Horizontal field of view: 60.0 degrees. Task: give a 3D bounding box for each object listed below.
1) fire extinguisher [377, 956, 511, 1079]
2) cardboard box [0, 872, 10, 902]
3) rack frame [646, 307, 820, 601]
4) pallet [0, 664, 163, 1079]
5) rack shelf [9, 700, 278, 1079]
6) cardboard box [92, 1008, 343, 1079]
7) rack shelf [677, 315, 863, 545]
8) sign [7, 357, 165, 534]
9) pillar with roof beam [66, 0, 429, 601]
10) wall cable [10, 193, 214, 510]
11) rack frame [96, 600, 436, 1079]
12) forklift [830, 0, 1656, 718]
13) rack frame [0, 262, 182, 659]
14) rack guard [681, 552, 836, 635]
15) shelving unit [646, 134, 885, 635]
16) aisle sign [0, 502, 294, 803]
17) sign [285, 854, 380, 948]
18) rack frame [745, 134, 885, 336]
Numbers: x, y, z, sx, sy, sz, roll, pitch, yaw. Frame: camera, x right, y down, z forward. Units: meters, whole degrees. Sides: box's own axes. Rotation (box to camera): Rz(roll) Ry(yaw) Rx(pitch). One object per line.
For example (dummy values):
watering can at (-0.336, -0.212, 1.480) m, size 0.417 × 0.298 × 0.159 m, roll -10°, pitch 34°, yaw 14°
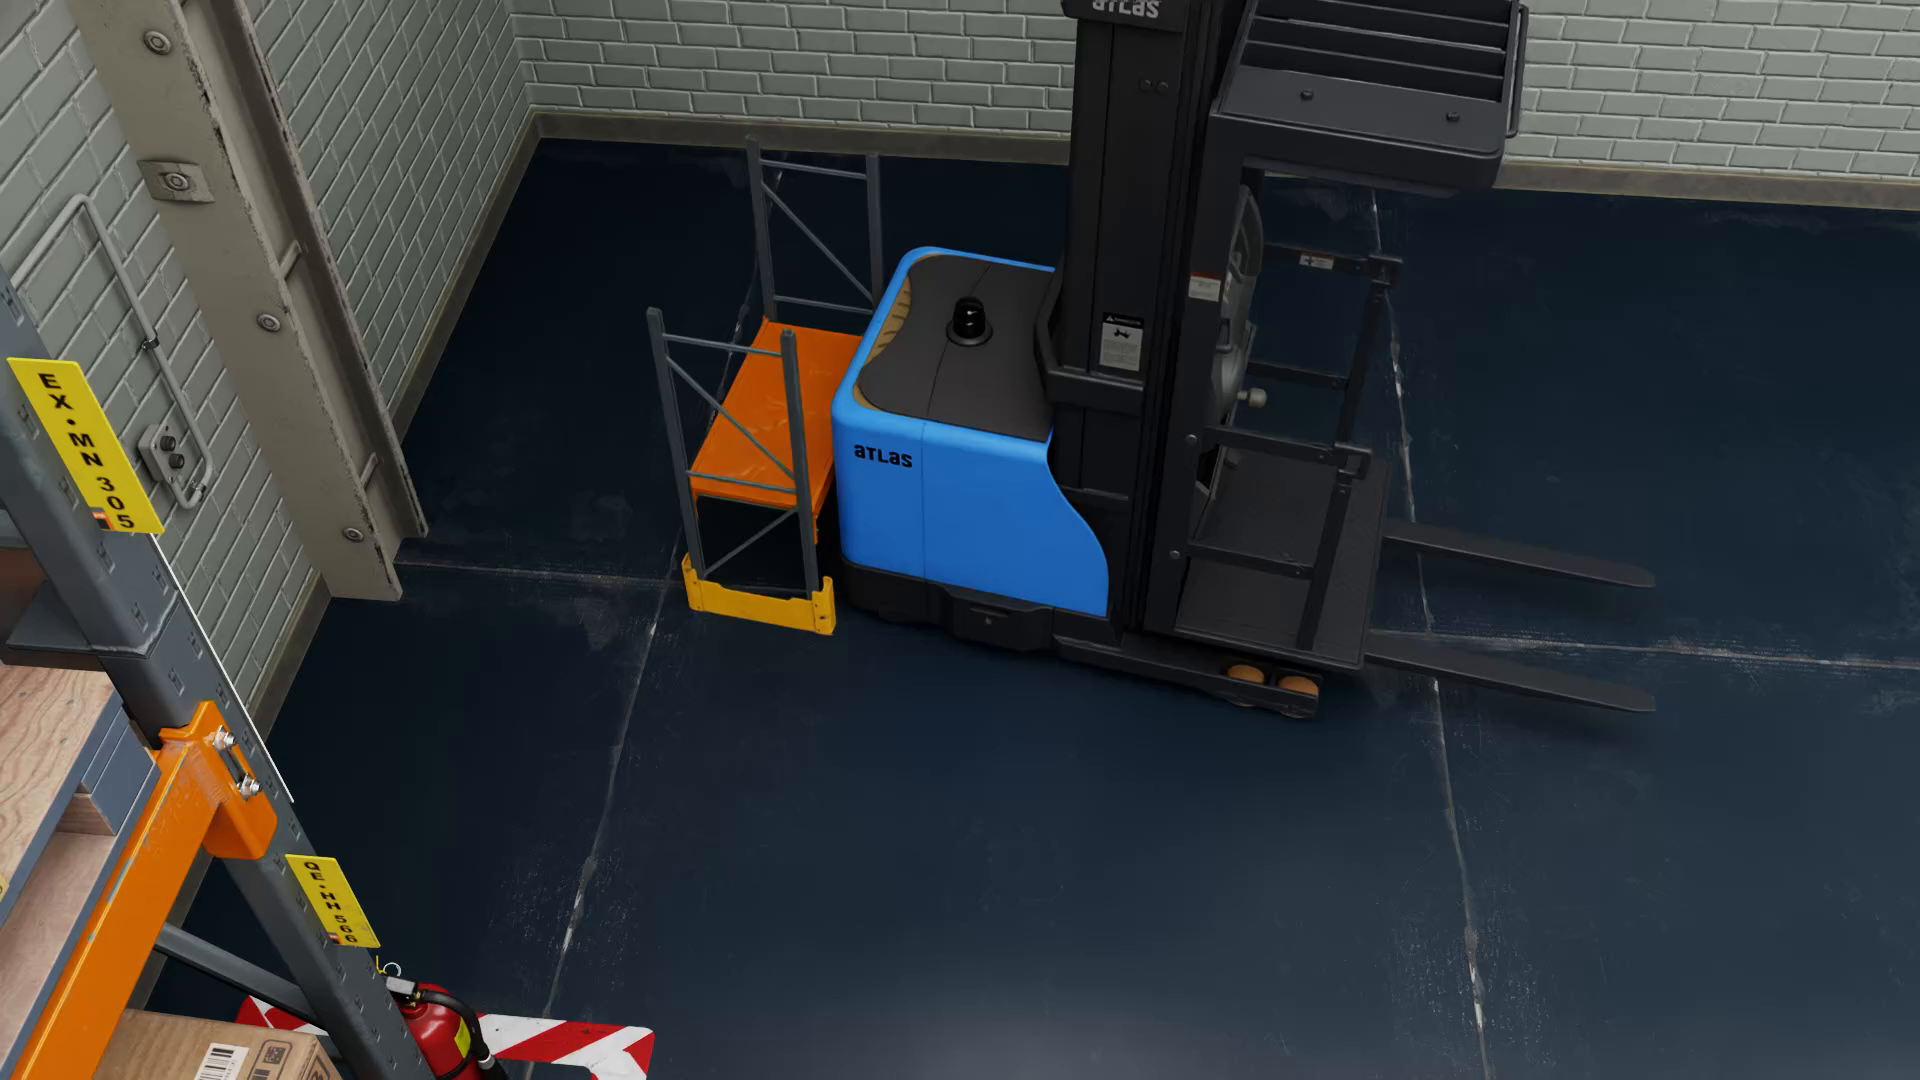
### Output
fire extinguisher at (-1.260, 1.187, 3.963) m, size 0.296 × 0.674 × 0.183 m, roll 4°, pitch 48°, yaw 4°
cardboard box at (-1.536, 0.534, 1.972) m, size 0.500 × 0.250 × 0.500 m, roll 5°, pitch 48°, yaw 5°
rack frame at (-0.778, -0.202, 5.944) m, size 0.500 × 1.500 × 0.032 m, roll 10°, pitch 48°, yaw 9°
pallet at (-1.790, 0.678, 2.150) m, size 1.003 × 0.211 × 1.213 m, roll 4°, pitch 48°, yaw 4°
rack shelf at (-1.916, 1.815, 1.538) m, size 1.077 × 0.370 × 4.000 m, roll 4°, pitch 48°, yaw 4°
cardboard box at (-1.770, 1.389, 3.269) m, size 0.980 × 0.700 × 0.700 m, roll 6°, pitch 48°, yaw 5°
rack shelf at (-0.659, -0.445, 6.411) m, size 0.538 × 0.185 × 1.000 m, roll 10°, pitch 48°, yaw 9°
sign at (-1.194, -0.123, 2.276) m, size 0.100 × 0.325 × 0.005 m, roll 4°, pitch 48°, yaw 4°
pillar with roof beam at (1.939, -2.663, 3.113) m, size 9.100 × 9.000 × 0.400 m, roll 4°, pitch 48°, yaw 4°
wall cable at (-2.559, -0.233, 4.267) m, size 0.084 × 1.984 × 1.851 m, roll 4°, pitch 48°, yaw 4°
rack frame at (-1.733, 1.115, 3.724) m, size 1.000 × 3.000 × 0.127 m, roll 4°, pitch 48°, yaw 4°
forklift at (1.107, -0.768, 5.492) m, size 3.031 × 2.935 × 1.130 m, roll 12°, pitch 49°, yaw 11°
rack frame at (-1.733, -0.910, 1.510) m, size 1.000 × 3.000 × 0.127 m, roll 4°, pitch 48°, yaw 4°
rack guard at (-0.774, 0.206, 6.418) m, size 0.587 × 0.250 × 0.087 m, roll 10°, pitch 48°, yaw 9°
shelving unit at (-0.657, -0.573, 6.284) m, size 0.587 × 1.500 × 1.083 m, roll 10°, pitch 48°, yaw 9°
aisle sign at (-1.428, 0.205, 2.794) m, size 0.394 × 0.787 × 0.004 m, roll 4°, pitch 48°, yaw 4°
sign at (-1.194, 0.691, 3.166) m, size 0.100 × 0.325 × 0.005 m, roll 4°, pitch 48°, yaw 4°
rack frame at (-0.541, -0.932, 6.612) m, size 0.500 × 1.500 × 0.032 m, roll 10°, pitch 48°, yaw 9°
